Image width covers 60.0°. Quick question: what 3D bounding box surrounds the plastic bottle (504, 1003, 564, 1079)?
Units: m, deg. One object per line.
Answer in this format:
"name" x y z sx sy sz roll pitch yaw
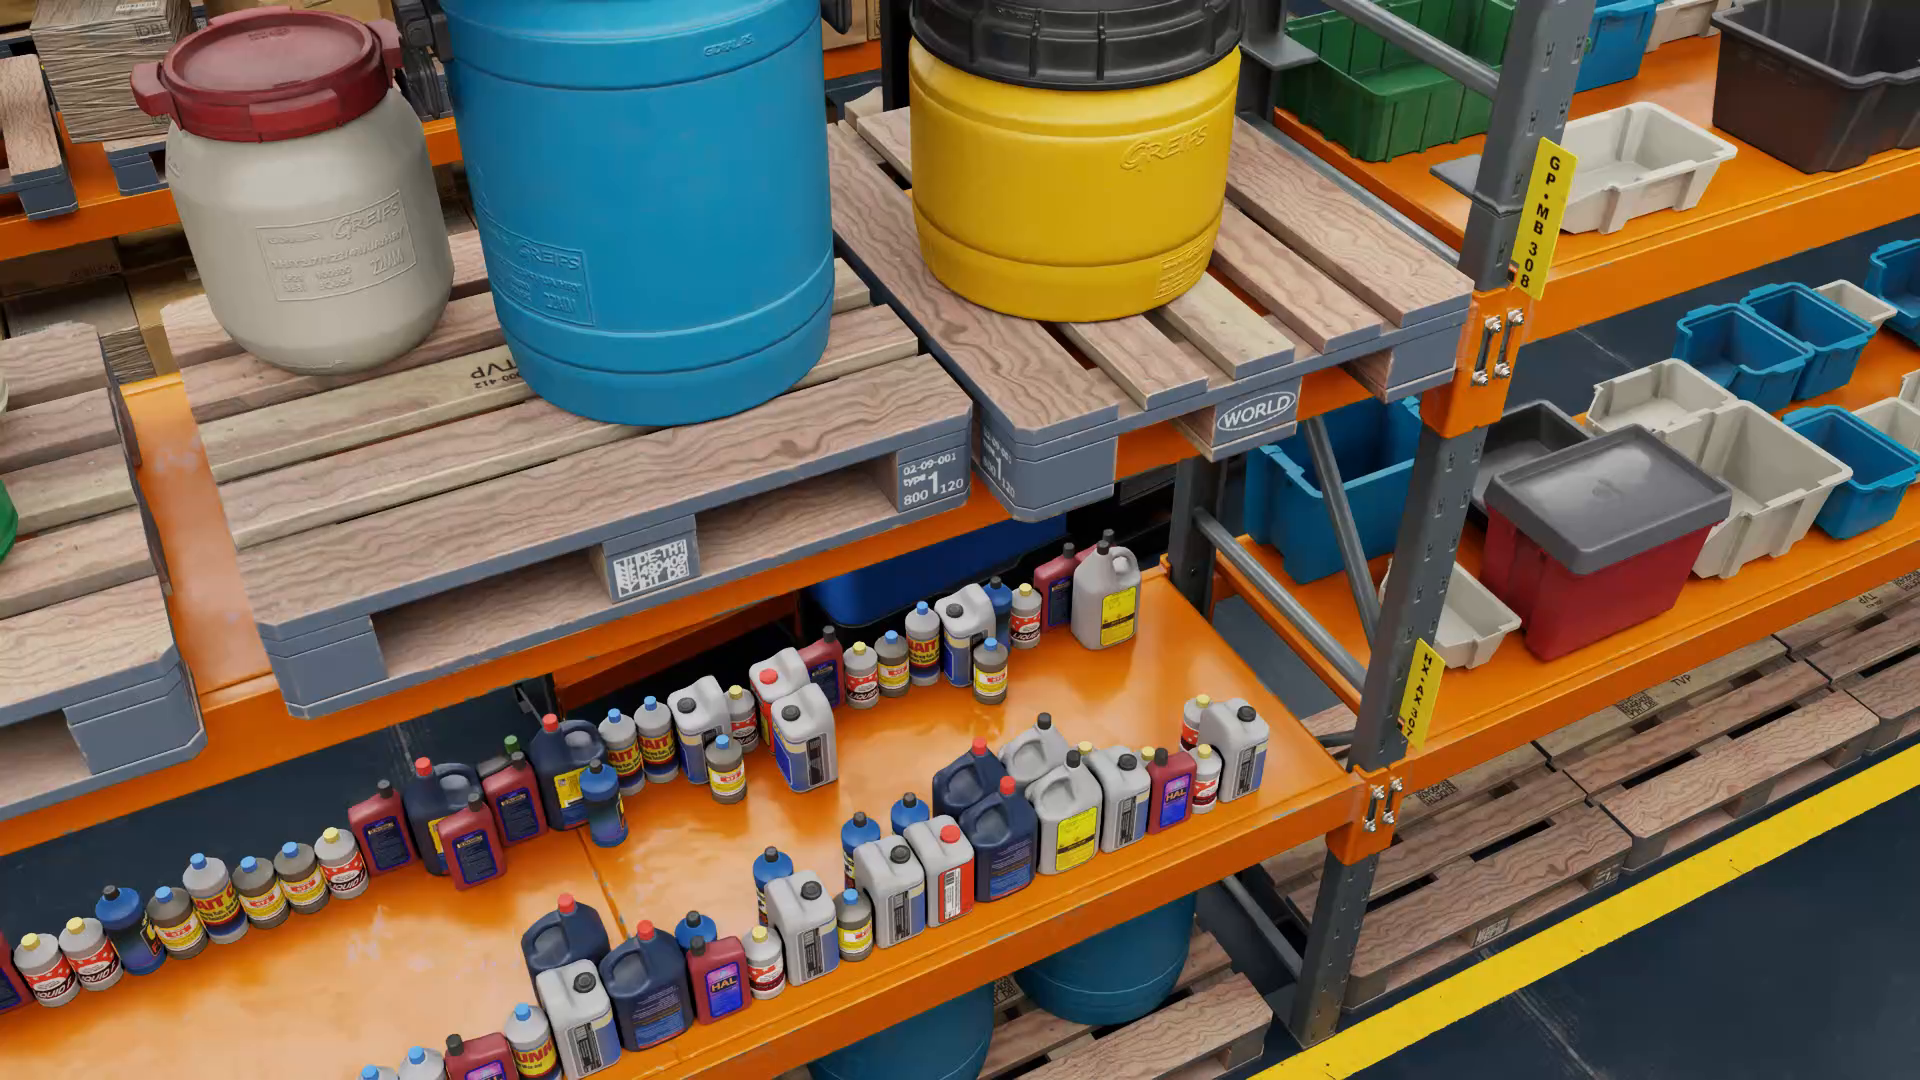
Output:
"plastic bottle" -0.953 1.122 3.702 0.097 0.271 0.097 0 40 0

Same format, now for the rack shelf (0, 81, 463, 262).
"rack shelf" -3.137 -1.781 7.589 4.000 0.370 1.077 -19 44 -21

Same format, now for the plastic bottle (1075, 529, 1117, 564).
"plastic bottle" 0.400 0.096 4.905 0.133 0.283 0.061 -19 44 -21

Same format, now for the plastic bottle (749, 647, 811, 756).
"plastic bottle" -0.486 0.430 4.516 0.135 0.276 0.152 -19 44 -21

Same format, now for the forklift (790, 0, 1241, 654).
"forklift" 0.521 -1.347 6.573 3.031 2.935 1.130 -24 46 -25

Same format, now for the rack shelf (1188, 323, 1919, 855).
"rack shelf" 2.696 -0.135 5.645 4.000 0.370 1.077 -19 44 -21

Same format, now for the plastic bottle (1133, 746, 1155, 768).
"plastic bottle" 0.485 0.621 4.349 0.097 0.201 0.097 0 40 0

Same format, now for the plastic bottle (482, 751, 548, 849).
"plastic bottle" -1.140 0.659 4.240 0.133 0.283 0.061 -19 44 -21

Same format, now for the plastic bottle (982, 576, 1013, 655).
"plastic bottle" 0.101 0.215 4.774 0.097 0.271 0.097 0 40 0

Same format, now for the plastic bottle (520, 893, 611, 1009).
"plastic bottle" -0.909 0.949 3.845 0.185 0.351 0.144 -19 44 -21

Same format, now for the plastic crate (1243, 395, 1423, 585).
"plastic crate" 1.179 -0.165 5.089 0.575 0.384 0.392 -19 44 -21

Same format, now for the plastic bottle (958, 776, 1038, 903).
"plastic bottle" 0.094 0.723 4.113 0.185 0.351 0.144 -19 44 -21

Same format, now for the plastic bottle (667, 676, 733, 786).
"plastic bottle" -0.691 0.500 4.434 0.135 0.276 0.152 -19 44 -21

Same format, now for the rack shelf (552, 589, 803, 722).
"rack shelf" -1.174 0.317 6.383 1.000 0.278 0.538 -24 46 -25

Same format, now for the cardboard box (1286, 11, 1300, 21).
"cardboard box" 1.817 -2.757 9.779 0.500 0.500 0.500 -19 44 -21

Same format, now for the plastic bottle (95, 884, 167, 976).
"plastic bottle" -1.976 0.914 3.949 0.097 0.271 0.097 0 40 0

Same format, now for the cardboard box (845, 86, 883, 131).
"cardboard box" -0.323 -2.351 9.446 0.500 0.311 0.500 -19 44 -21

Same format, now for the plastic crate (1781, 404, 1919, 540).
"plastic crate" 2.767 -0.206 5.255 0.300 0.233 0.416 -19 44 -21

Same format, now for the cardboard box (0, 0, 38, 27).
"cardboard box" -6.489 -3.780 10.733 0.750 0.750 0.750 -19 44 -21

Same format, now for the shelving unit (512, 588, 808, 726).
"shelving unit" -1.174 0.131 6.225 1.048 1.125 0.538 -24 46 -25

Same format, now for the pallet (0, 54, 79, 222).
"pallet" -4.342 -1.628 7.000 1.003 0.211 1.213 -19 44 -21

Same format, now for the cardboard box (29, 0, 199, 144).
"cardboard box" -3.505 -2.073 6.975 0.500 0.500 0.700 -11 41 -13

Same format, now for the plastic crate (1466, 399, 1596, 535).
"plastic crate" 1.791 -0.219 5.354 0.590 0.125 0.437 -19 44 -21

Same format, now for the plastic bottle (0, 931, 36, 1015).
"plastic bottle" -2.259 0.991 3.848 0.133 0.283 0.061 -19 44 -21

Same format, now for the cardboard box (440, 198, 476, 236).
"cardboard box" -2.555 -1.263 8.014 0.500 0.500 0.500 -18 43 -20

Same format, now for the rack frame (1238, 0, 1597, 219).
"rack frame" 0.922 -2.103 2.769 0.127 3.000 1.000 -19 44 -21

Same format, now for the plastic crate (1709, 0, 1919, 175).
"plastic crate" 2.150 -1.122 4.033 0.590 0.269 0.497 -19 44 -21

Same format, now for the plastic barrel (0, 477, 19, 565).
"plastic barrel" -1.580 -0.050 2.461 0.294 0.245 0.294 0 40 0

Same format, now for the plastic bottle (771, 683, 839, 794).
"plastic bottle" -0.415 0.518 4.413 0.135 0.276 0.152 -19 44 -21

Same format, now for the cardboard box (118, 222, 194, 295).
"cardboard box" -3.730 -1.241 7.988 0.500 0.500 0.500 -20 44 -22

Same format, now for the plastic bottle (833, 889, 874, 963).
"plastic bottle" -0.259 0.916 4.000 0.097 0.201 0.097 0 40 0

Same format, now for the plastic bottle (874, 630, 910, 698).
"plastic bottle" -0.191 0.340 4.681 0.097 0.201 0.097 0 40 0

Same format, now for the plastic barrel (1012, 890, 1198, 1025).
"plastic barrel" 0.432 0.980 5.070 0.708 0.901 0.600 -19 44 -21

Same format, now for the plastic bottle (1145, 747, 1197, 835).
"plastic bottle" 0.538 0.629 4.275 0.133 0.283 0.061 -19 44 -21

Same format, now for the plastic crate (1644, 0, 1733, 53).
"plastic crate" 1.874 -1.455 4.530 0.466 0.136 0.293 -19 44 -21

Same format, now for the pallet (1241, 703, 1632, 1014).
"pallet" 1.556 1.010 5.894 1.213 0.211 1.003 -19 44 -21

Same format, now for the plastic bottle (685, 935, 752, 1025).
"plastic bottle" -0.559 0.998 3.839 0.133 0.283 0.061 -19 44 -21

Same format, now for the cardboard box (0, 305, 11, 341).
"cardboard box" -4.375 -0.645 7.284 0.500 0.500 0.500 -17 43 -19

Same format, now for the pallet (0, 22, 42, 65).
"pallet" -6.468 -3.424 11.132 1.213 0.211 1.003 -19 44 -21

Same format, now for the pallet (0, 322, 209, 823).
"pallet" -1.902 0.136 2.593 1.213 0.211 1.003 -19 44 -21

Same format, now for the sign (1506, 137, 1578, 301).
"sign" 1.175 -0.646 3.362 0.005 0.325 0.100 -19 44 -21

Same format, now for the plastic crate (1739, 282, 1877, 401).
"plastic crate" 2.931 -0.688 5.824 0.300 0.233 0.416 -19 44 -21

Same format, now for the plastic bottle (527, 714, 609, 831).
"plastic bottle" -1.008 0.575 4.288 0.185 0.351 0.144 -19 44 -21

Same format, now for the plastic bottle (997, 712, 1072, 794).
"plastic bottle" 0.191 0.585 4.275 0.185 0.351 0.144 -19 44 -21

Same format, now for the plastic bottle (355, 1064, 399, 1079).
"plastic bottle" -1.244 1.220 3.586 0.097 0.271 0.097 0 40 0

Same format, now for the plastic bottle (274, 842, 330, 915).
"plastic bottle" -1.630 0.824 4.108 0.097 0.201 0.097 0 40 0

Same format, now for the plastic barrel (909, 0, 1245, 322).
"plastic barrel" 0.206 -0.801 3.083 0.600 0.588 0.600 0 40 0

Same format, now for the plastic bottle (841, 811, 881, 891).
"plastic bottle" -0.243 0.773 4.115 0.097 0.271 0.097 0 40 0
